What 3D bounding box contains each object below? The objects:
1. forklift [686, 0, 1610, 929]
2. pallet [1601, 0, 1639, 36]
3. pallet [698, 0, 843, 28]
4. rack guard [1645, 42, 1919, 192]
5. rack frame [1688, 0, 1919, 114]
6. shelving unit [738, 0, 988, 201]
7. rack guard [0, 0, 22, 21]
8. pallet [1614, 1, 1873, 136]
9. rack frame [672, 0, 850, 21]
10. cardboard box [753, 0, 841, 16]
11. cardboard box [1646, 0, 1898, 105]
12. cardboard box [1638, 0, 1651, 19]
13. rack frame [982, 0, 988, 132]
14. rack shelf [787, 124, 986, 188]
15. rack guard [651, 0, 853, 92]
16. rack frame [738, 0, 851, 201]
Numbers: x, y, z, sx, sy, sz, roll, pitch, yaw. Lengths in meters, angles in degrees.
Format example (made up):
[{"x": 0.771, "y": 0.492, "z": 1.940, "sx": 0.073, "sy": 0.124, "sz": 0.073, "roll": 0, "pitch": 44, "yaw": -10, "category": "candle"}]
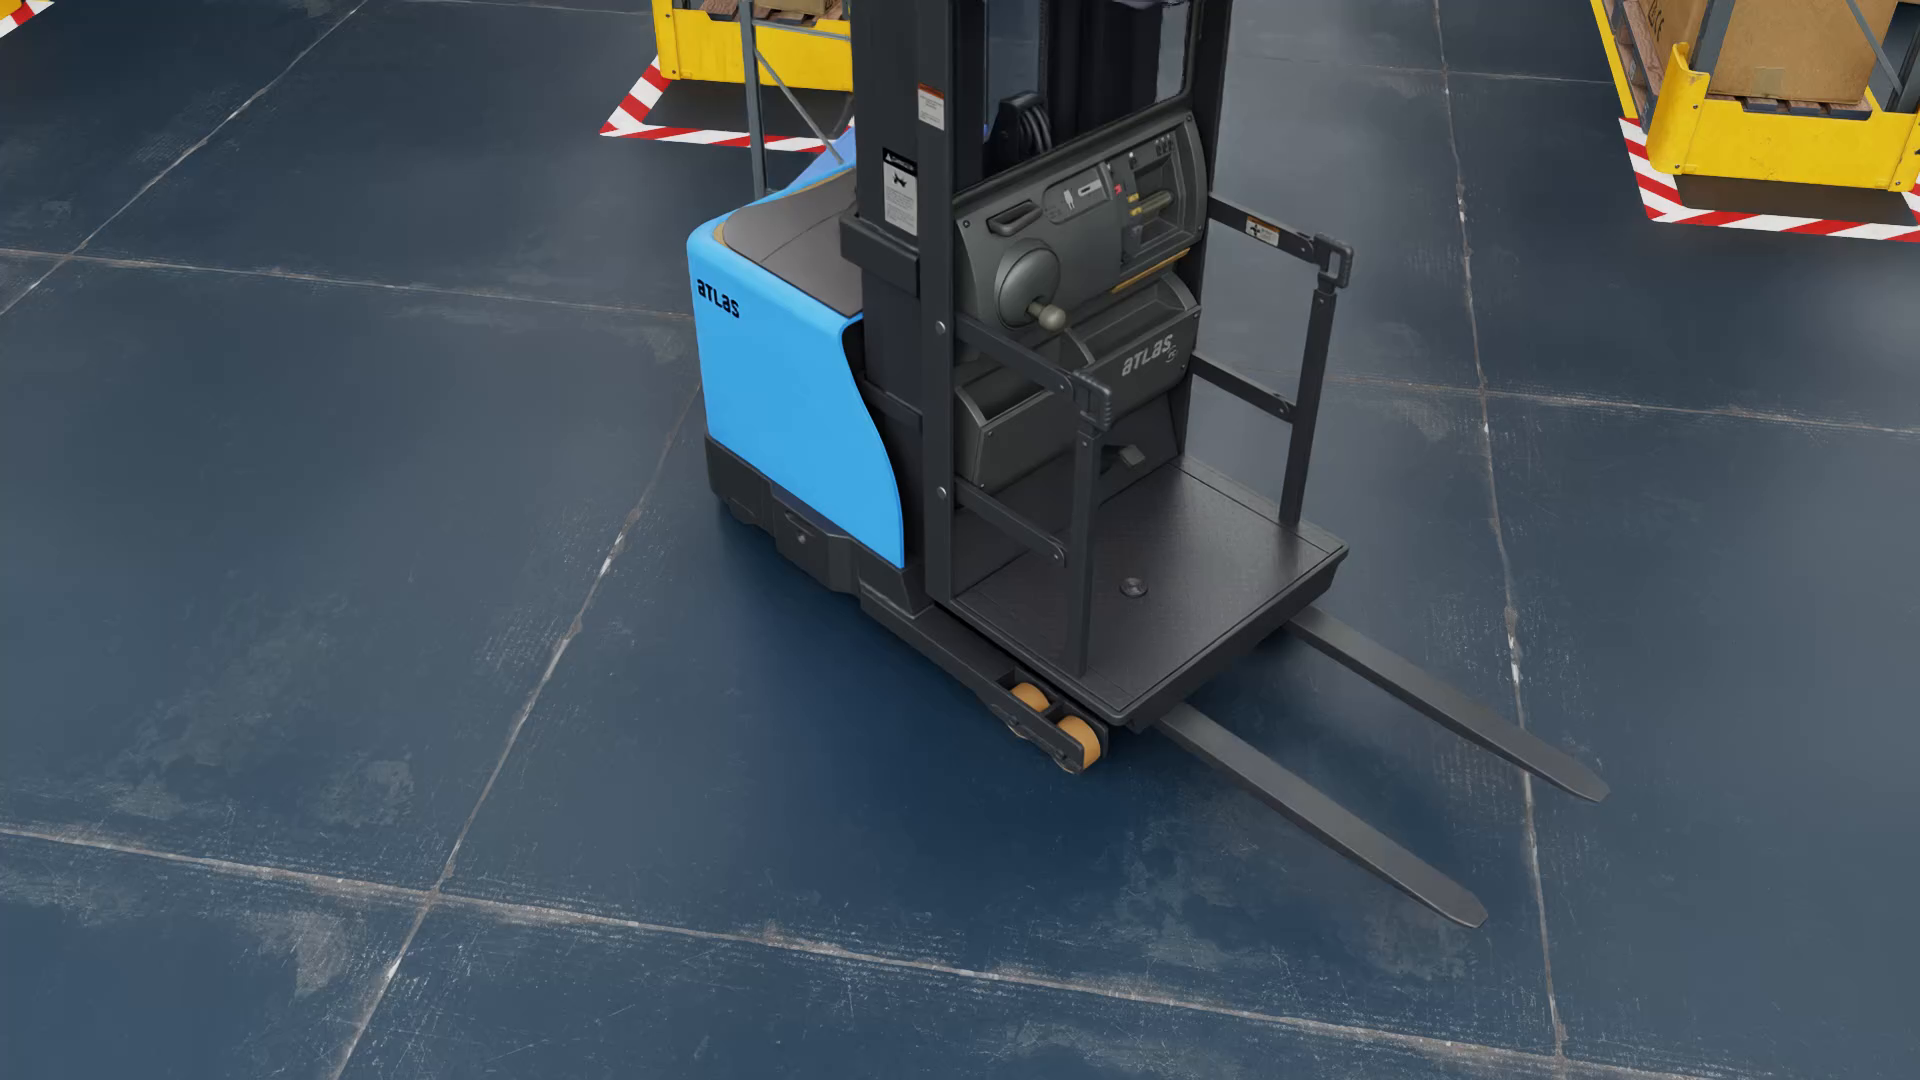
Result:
[{"x": 0.499, "y": -0.816, "z": 4.437, "sx": 1.130, "sy": 2.935, "sz": 3.031, "roll": -31, "pitch": 49, "yaw": -32, "category": "forklift"}, {"x": 4.157, "y": -3.148, "z": 9.392, "sx": 1.003, "sy": 0.211, "sz": 1.213, "roll": 6, "pitch": 40, "yaw": 8, "category": "pallet"}, {"x": -0.797, "y": -3.038, "z": 9.259, "sx": 1.003, "sy": 0.211, "sz": 1.213, "roll": 6, "pitch": 40, "yaw": 8, "category": "pallet"}, {"x": 3.878, "y": -1.970, "z": 7.741, "sx": 1.175, "sy": 0.500, "sz": 0.348, "roll": 6, "pitch": 40, "yaw": 8, "category": "rack guard"}, {"x": 3.882, "y": -2.949, "z": 6.962, "sx": 1.000, "sy": 3.000, "sz": 0.127, "roll": 6, "pitch": 40, "yaw": 8, "category": "rack frame"}, {"x": -0.324, "y": -1.530, "z": 6.423, "sx": 0.538, "sy": 1.500, "sz": 1.048, "roll": 15, "pitch": 42, "yaw": 17, "category": "shelving unit"}, {"x": -5.897, "y": -3.195, "z": 9.222, "sx": 1.175, "sy": 0.500, "sz": 0.348, "roll": 6, "pitch": 40, "yaw": 8, "category": "rack guard"}, {"x": 3.944, "y": -2.384, "z": 8.468, "sx": 1.003, "sy": 0.211, "sz": 1.213, "roll": 6, "pitch": 40, "yaw": 8, "category": "pallet"}, {"x": -0.985, "y": -3.559, "z": 7.701, "sx": 1.000, "sy": 3.000, "sz": 0.127, "roll": 6, "pitch": 40, "yaw": 8, "category": "rack frame"}, {"x": -0.861, "y": -3.148, "z": 8.835, "sx": 0.500, "sy": 0.500, "sz": 0.500, "roll": 14, "pitch": 41, "yaw": 16, "category": "cardboard box"}, {"x": 3.934, "y": -2.725, "z": 8.029, "sx": 0.875, "sy": 0.875, "sz": 0.875, "roll": 7, "pitch": 40, "yaw": 8, "category": "cardboard box"}, {"x": 4.085, "y": -3.277, "z": 8.697, "sx": 0.875, "sy": 0.875, "sz": 0.875, "roll": 6, "pitch": 40, "yaw": 7, "category": "cardboard box"}, {"x": -0.127, "y": -1.828, "z": 6.784, "sx": 0.500, "sy": 1.500, "sz": 0.032, "roll": 15, "pitch": 42, "yaw": 17, "category": "rack frame"}, {"x": -0.324, "y": -1.391, "z": 6.538, "sx": 0.538, "sy": 0.185, "sz": 1.000, "roll": 15, "pitch": 42, "yaw": 17, "category": "rack shelf"}, {"x": -0.972, "y": -2.643, "z": 8.555, "sx": 1.175, "sy": 0.500, "sz": 0.348, "roll": 6, "pitch": 40, "yaw": 8, "category": "rack guard"}, {"x": -0.521, "y": -1.231, "z": 6.062, "sx": 0.500, "sy": 1.500, "sz": 0.032, "roll": 15, "pitch": 42, "yaw": 17, "category": "rack frame"}]
